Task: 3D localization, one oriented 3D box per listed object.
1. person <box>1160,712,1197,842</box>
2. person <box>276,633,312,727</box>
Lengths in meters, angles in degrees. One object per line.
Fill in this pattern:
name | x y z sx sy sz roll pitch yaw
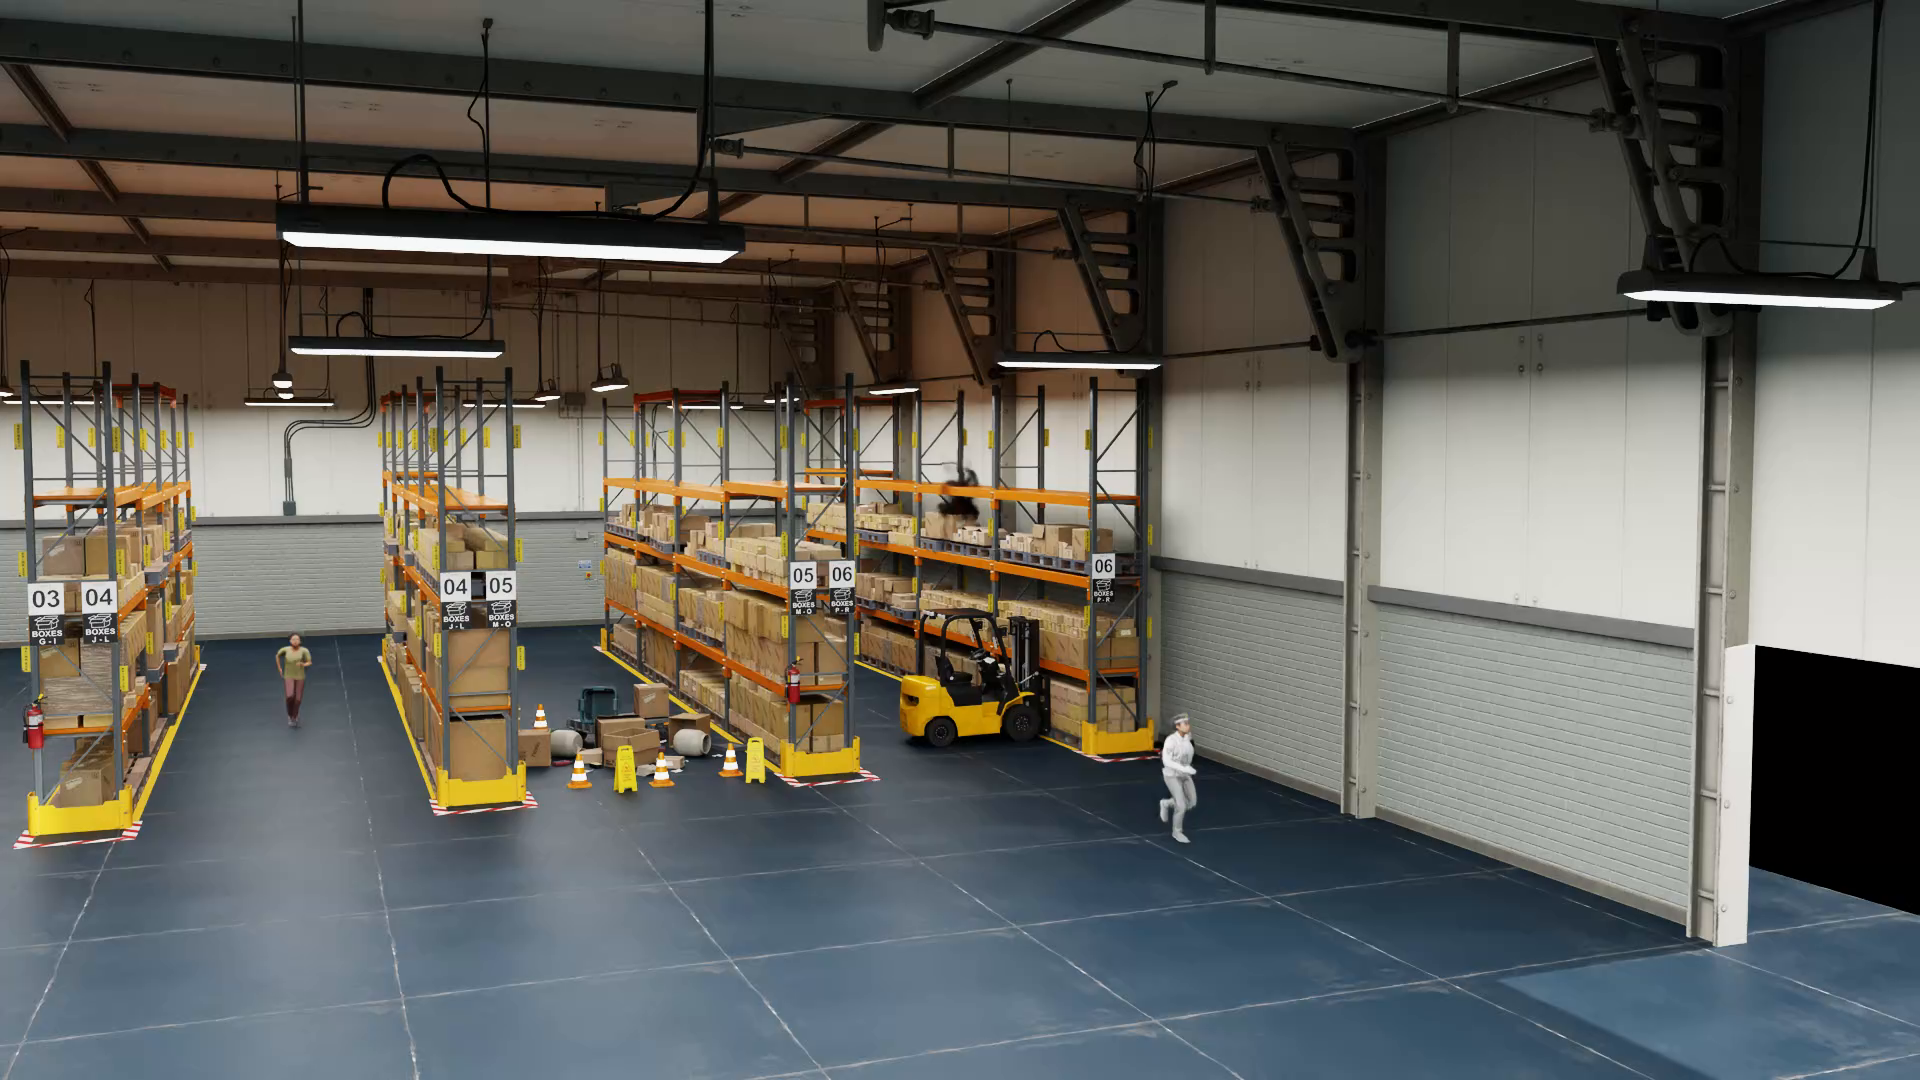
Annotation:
person | 2.748 2.952 20.752 0.652 1.645 0.636 -3 5 -43
person | -11.599 2.433 28.980 0.559 1.618 0.727 -2 4 -28
